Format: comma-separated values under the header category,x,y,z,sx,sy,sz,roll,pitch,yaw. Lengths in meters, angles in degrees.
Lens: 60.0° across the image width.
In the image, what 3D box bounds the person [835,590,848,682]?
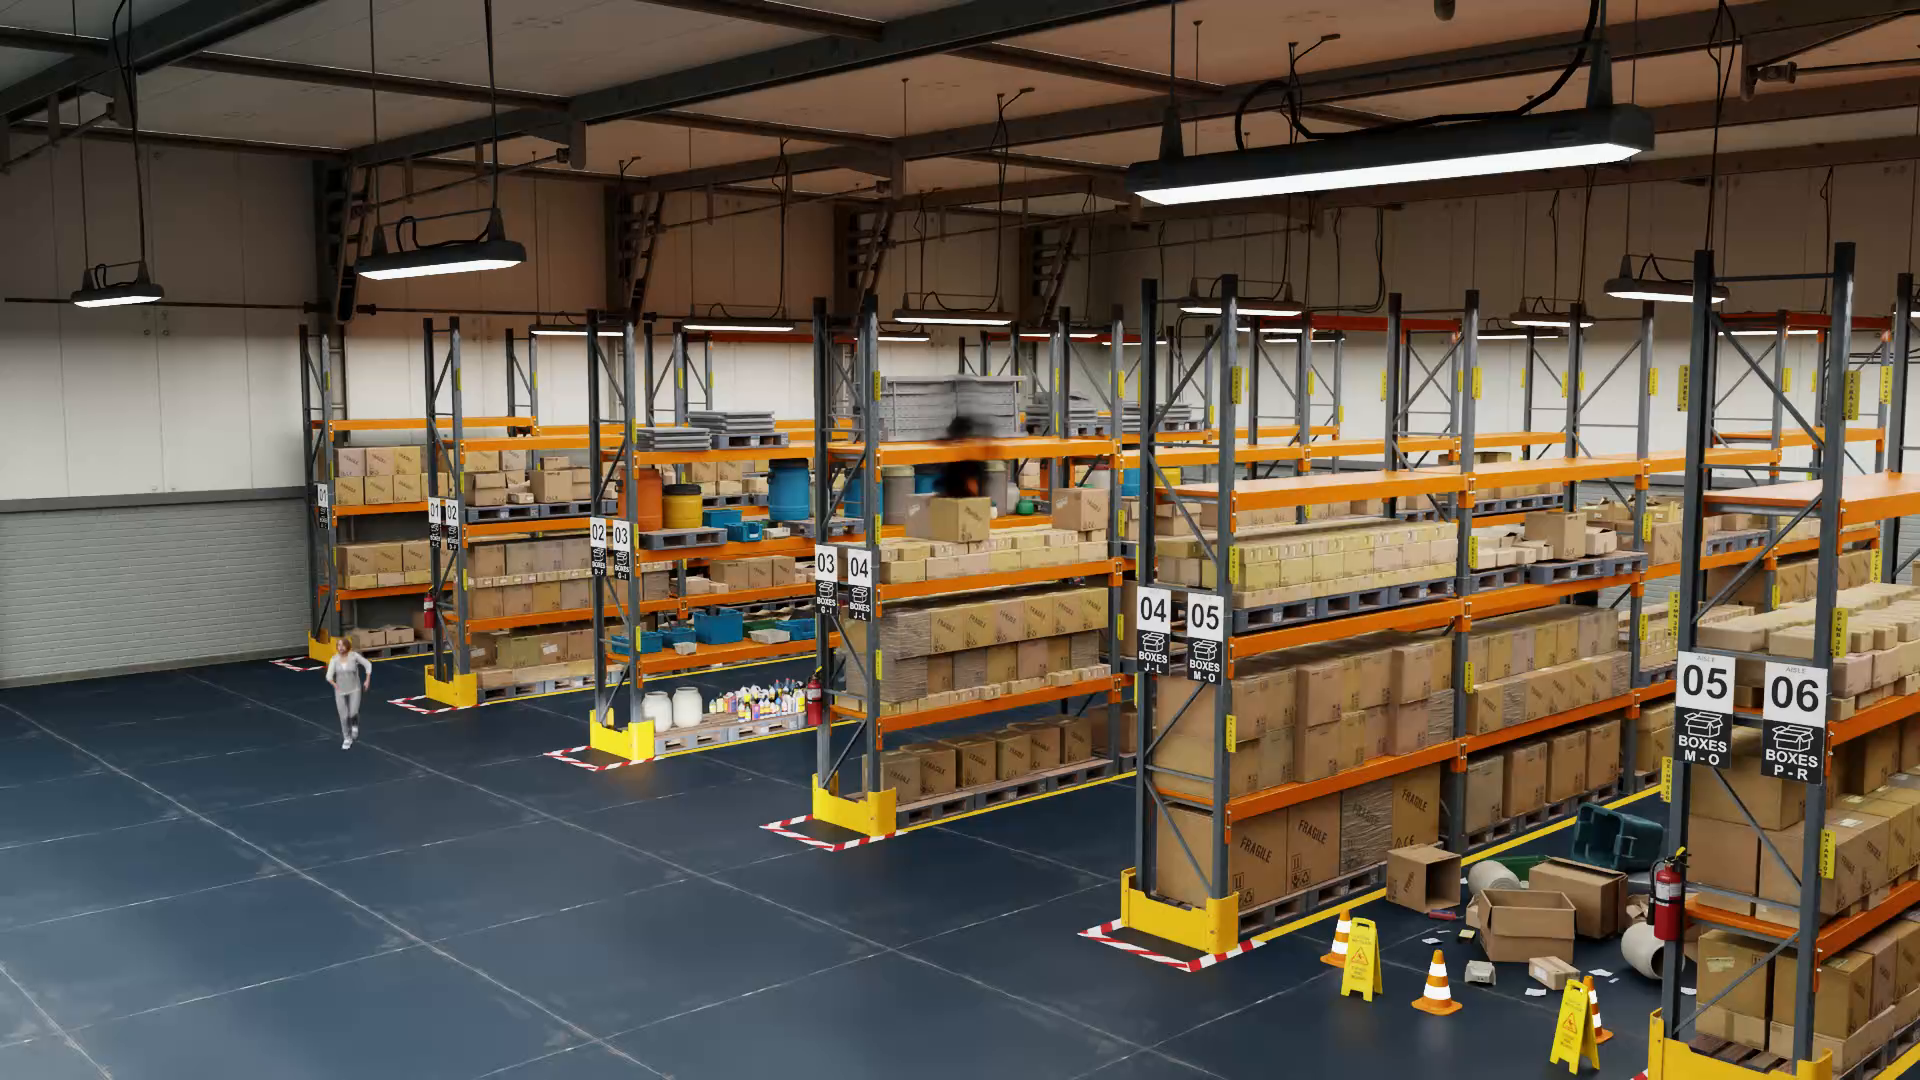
category,x,y,z,sx,sy,sz,roll,pitch,yaw
person,-1.877,1.549,27.878,0.613,1.639,0.531,6,8,44

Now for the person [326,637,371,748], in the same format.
category,x,y,z,sx,sy,sz,roll,pitch,yaw
person,-8.365,2.099,22.751,0.566,1.556,0.643,-1,6,-11

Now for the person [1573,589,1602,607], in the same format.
category,x,y,z,sx,sy,sz,roll,pitch,yaw
person,11.376,1.244,30.243,0.667,1.722,0.968,-3,6,-24
